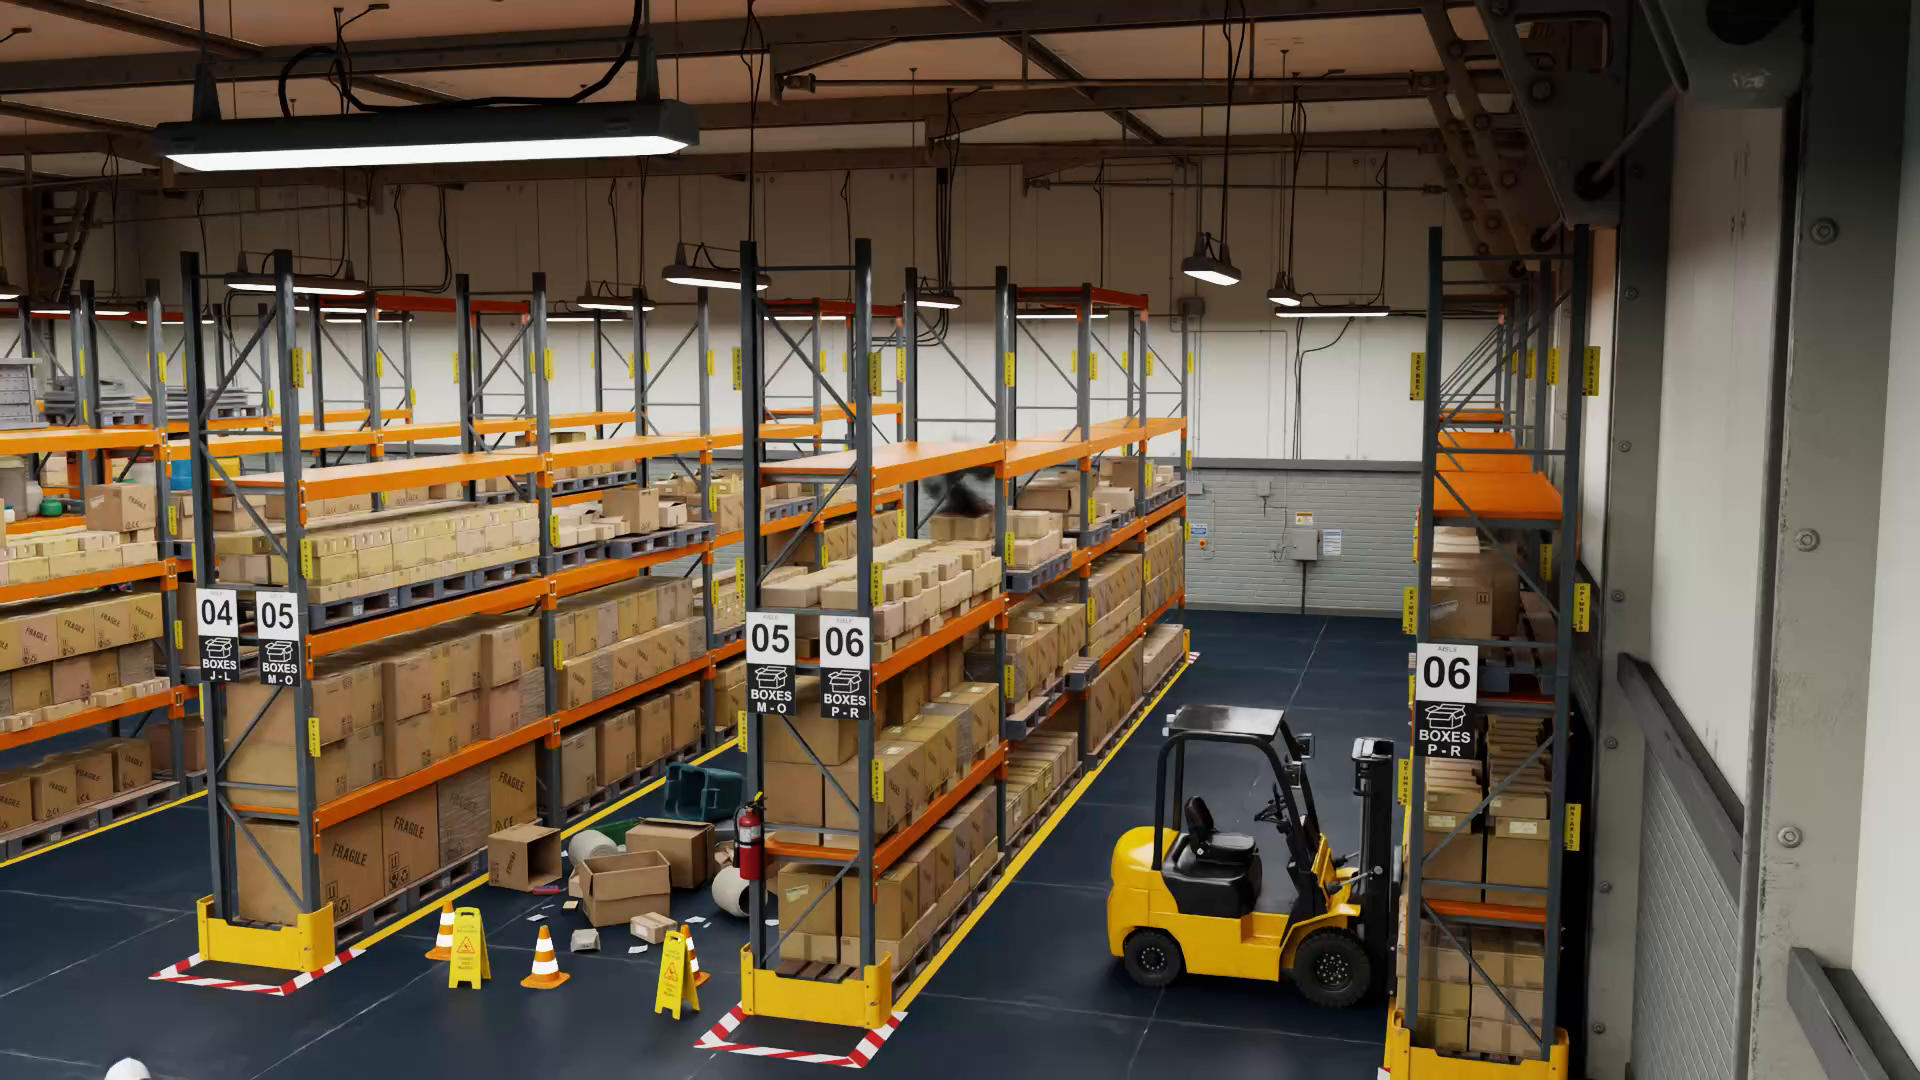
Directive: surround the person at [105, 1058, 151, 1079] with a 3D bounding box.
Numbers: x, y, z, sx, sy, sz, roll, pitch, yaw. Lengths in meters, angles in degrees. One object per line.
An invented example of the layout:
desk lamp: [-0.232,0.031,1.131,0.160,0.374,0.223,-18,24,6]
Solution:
person: [-4.000,3.380,8.072,0.695,1.762,0.964,-4,7,-31]
